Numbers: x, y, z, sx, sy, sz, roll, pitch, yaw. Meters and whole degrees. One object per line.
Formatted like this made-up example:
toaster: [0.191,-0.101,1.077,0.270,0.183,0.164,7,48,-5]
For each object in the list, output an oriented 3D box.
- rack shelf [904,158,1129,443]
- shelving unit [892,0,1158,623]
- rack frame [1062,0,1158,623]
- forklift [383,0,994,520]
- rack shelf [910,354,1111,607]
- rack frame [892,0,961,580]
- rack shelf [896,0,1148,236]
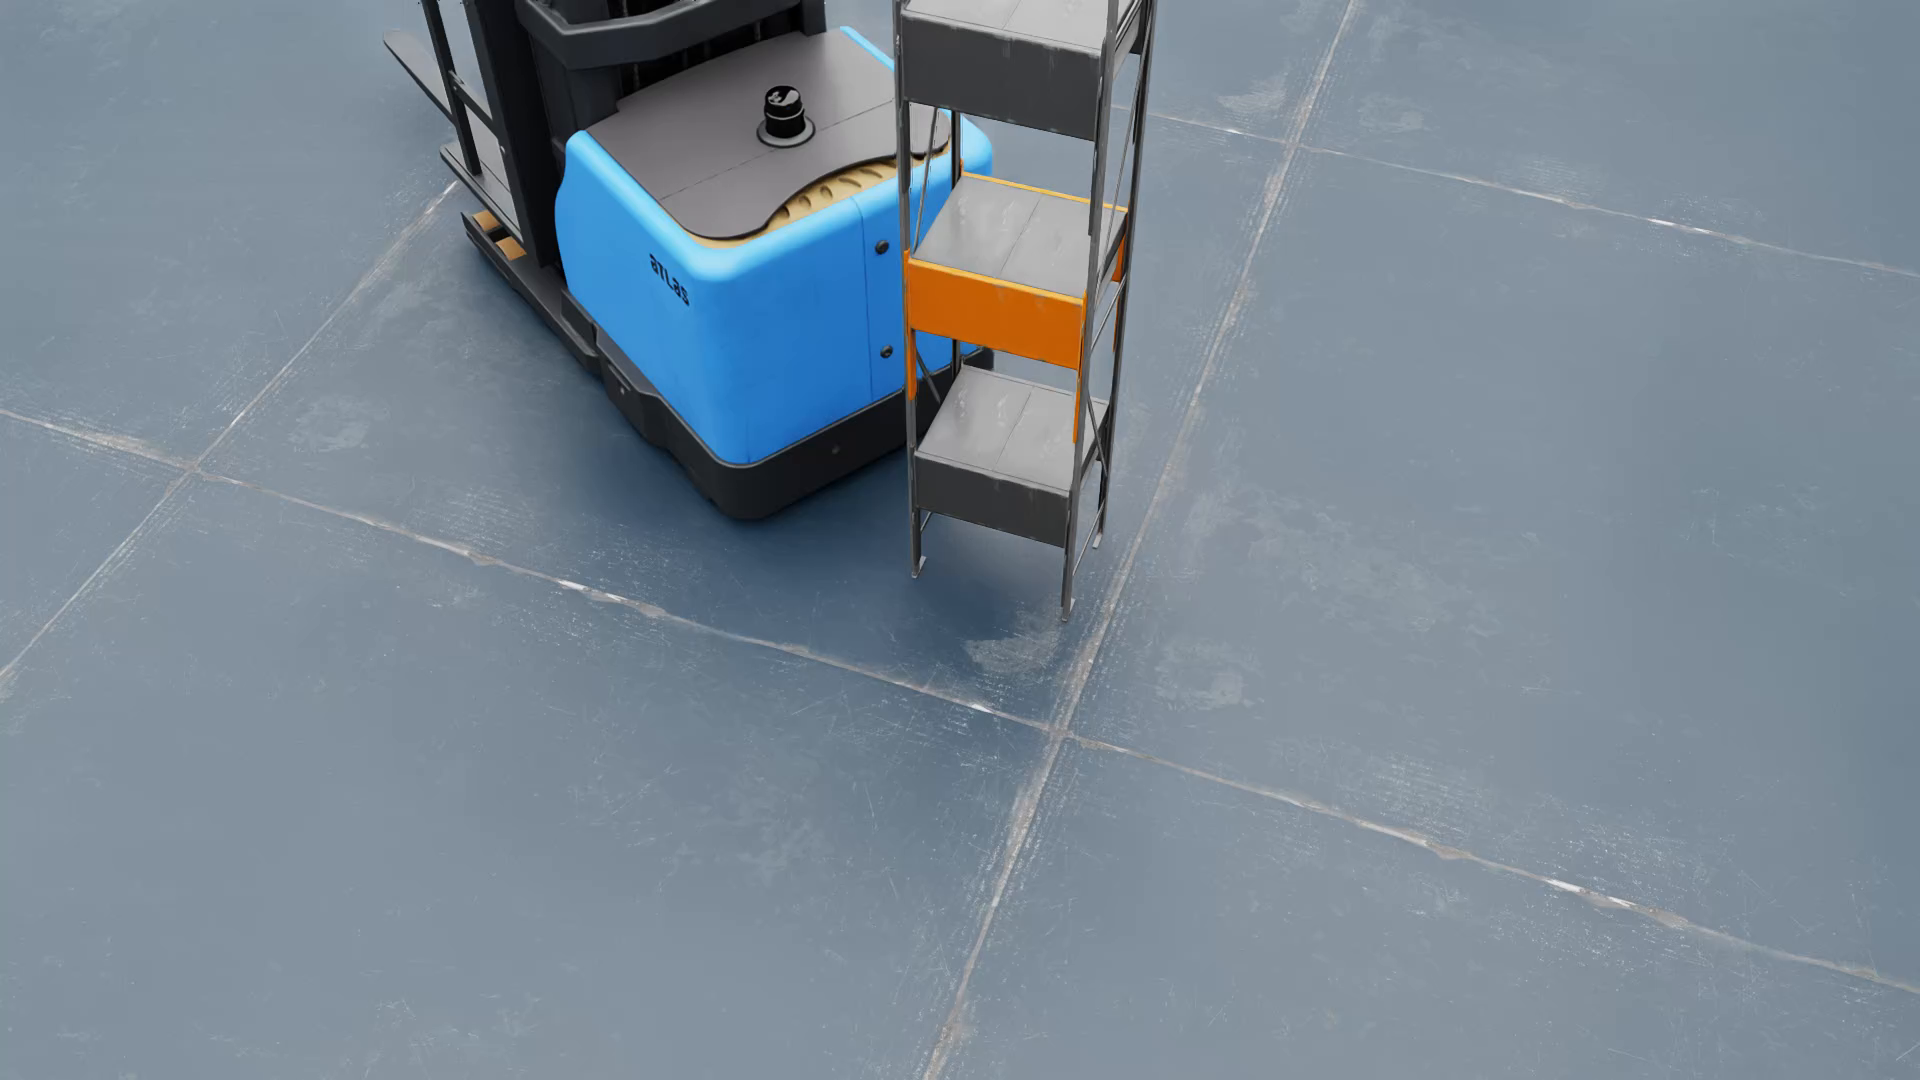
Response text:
rack shelf: [0.155,-0.635,4.429,0.480,0.518,0.431,16,51,13]
shelving unit: [0.155,-0.644,4.419,0.503,2.100,0.431,16,51,13]
rack frame: [0.384,-0.580,4.364,0.015,2.100,0.400,16,51,13]
forklift: [-1.169,-2.097,5.128,1.130,2.935,3.031,-29,55,-23]
rack shelf: [0.155,-0.177,4.958,0.480,0.518,0.431,16,51,13]
rack frame: [-0.074,-0.708,4.474,0.015,2.100,0.400,16,51,13]
rack shelf: [0.155,-1.094,3.900,0.480,0.518,0.431,16,51,13]
